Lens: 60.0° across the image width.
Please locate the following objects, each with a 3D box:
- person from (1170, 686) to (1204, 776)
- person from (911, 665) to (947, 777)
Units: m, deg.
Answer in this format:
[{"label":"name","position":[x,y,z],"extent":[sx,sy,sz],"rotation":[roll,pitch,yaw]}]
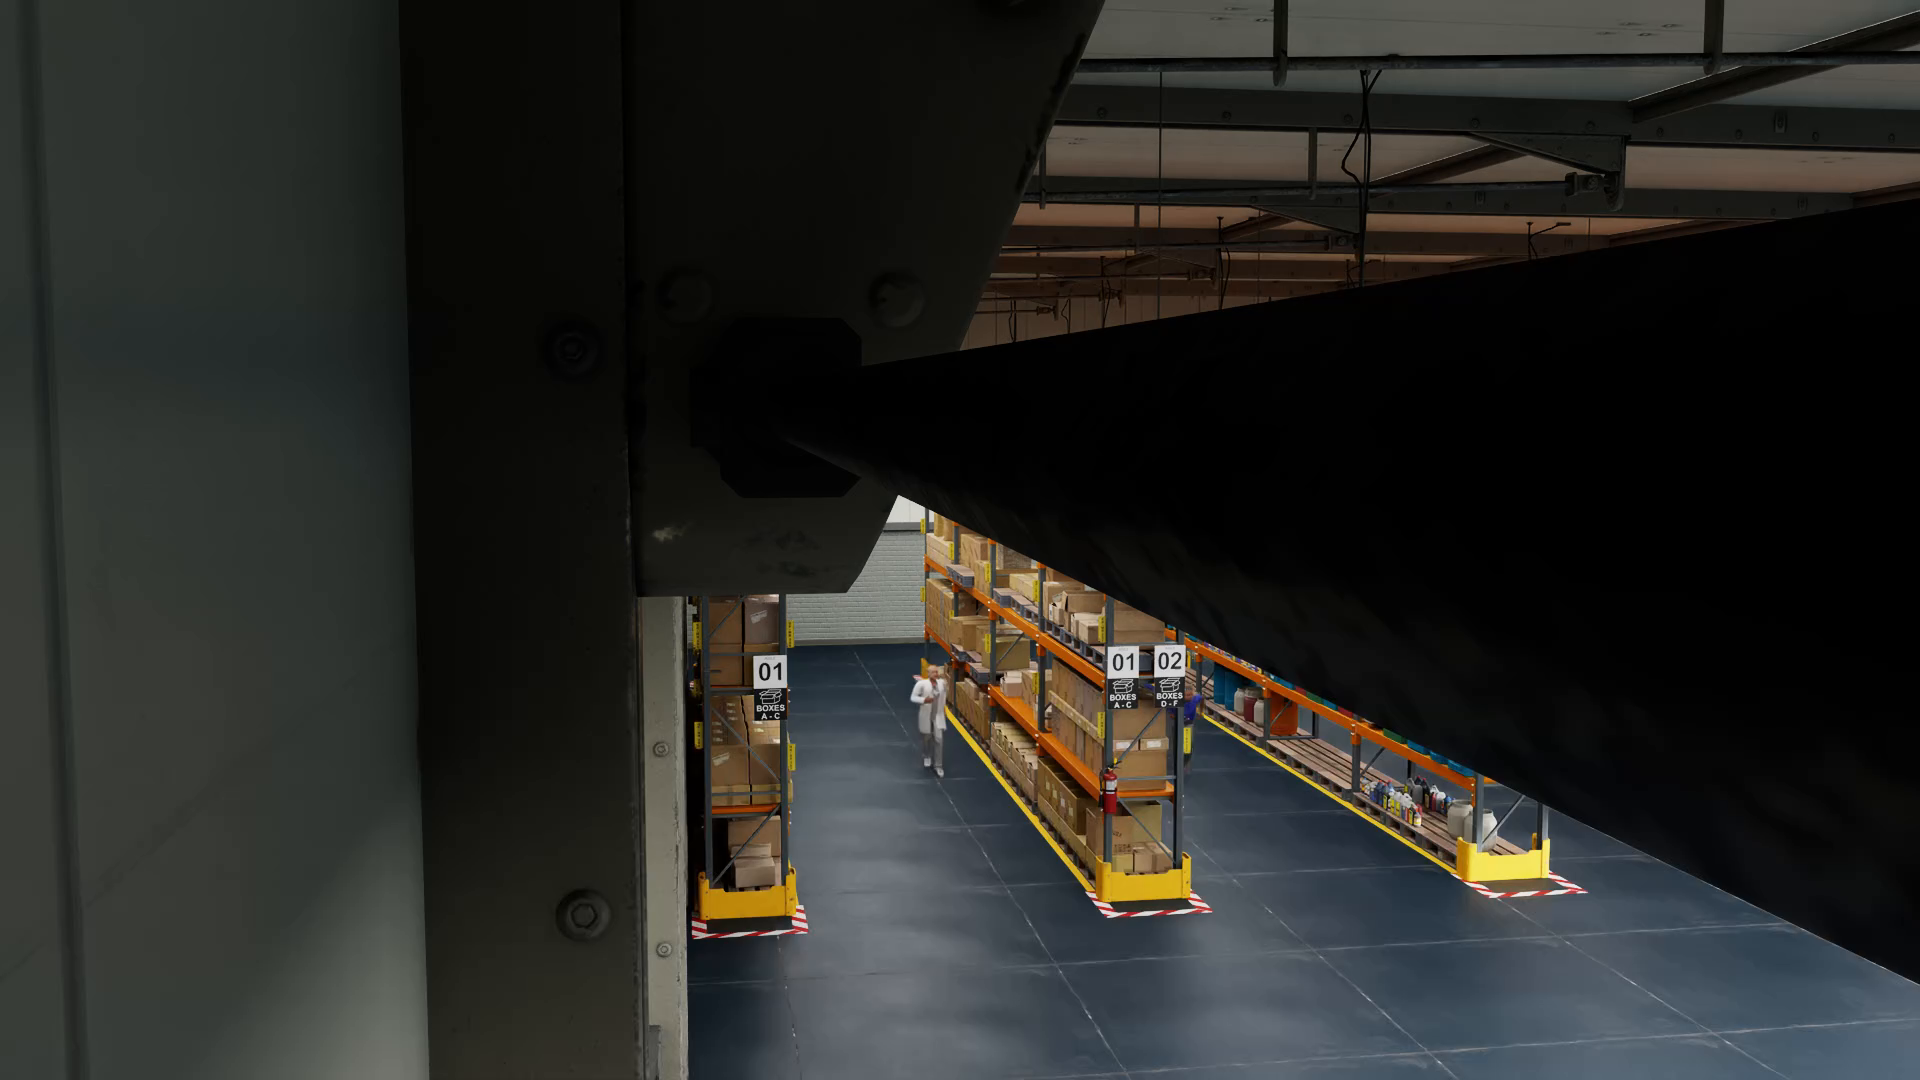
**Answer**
[{"label":"person","position":[3.764,3.156,27.703],"extent":[0.611,1.545,0.947],"rotation":[0,5,-5]},{"label":"person","position":[-0.511,3.002,27.827],"extent":[0.673,1.843,0.901],"rotation":[-1,5,-14]}]
